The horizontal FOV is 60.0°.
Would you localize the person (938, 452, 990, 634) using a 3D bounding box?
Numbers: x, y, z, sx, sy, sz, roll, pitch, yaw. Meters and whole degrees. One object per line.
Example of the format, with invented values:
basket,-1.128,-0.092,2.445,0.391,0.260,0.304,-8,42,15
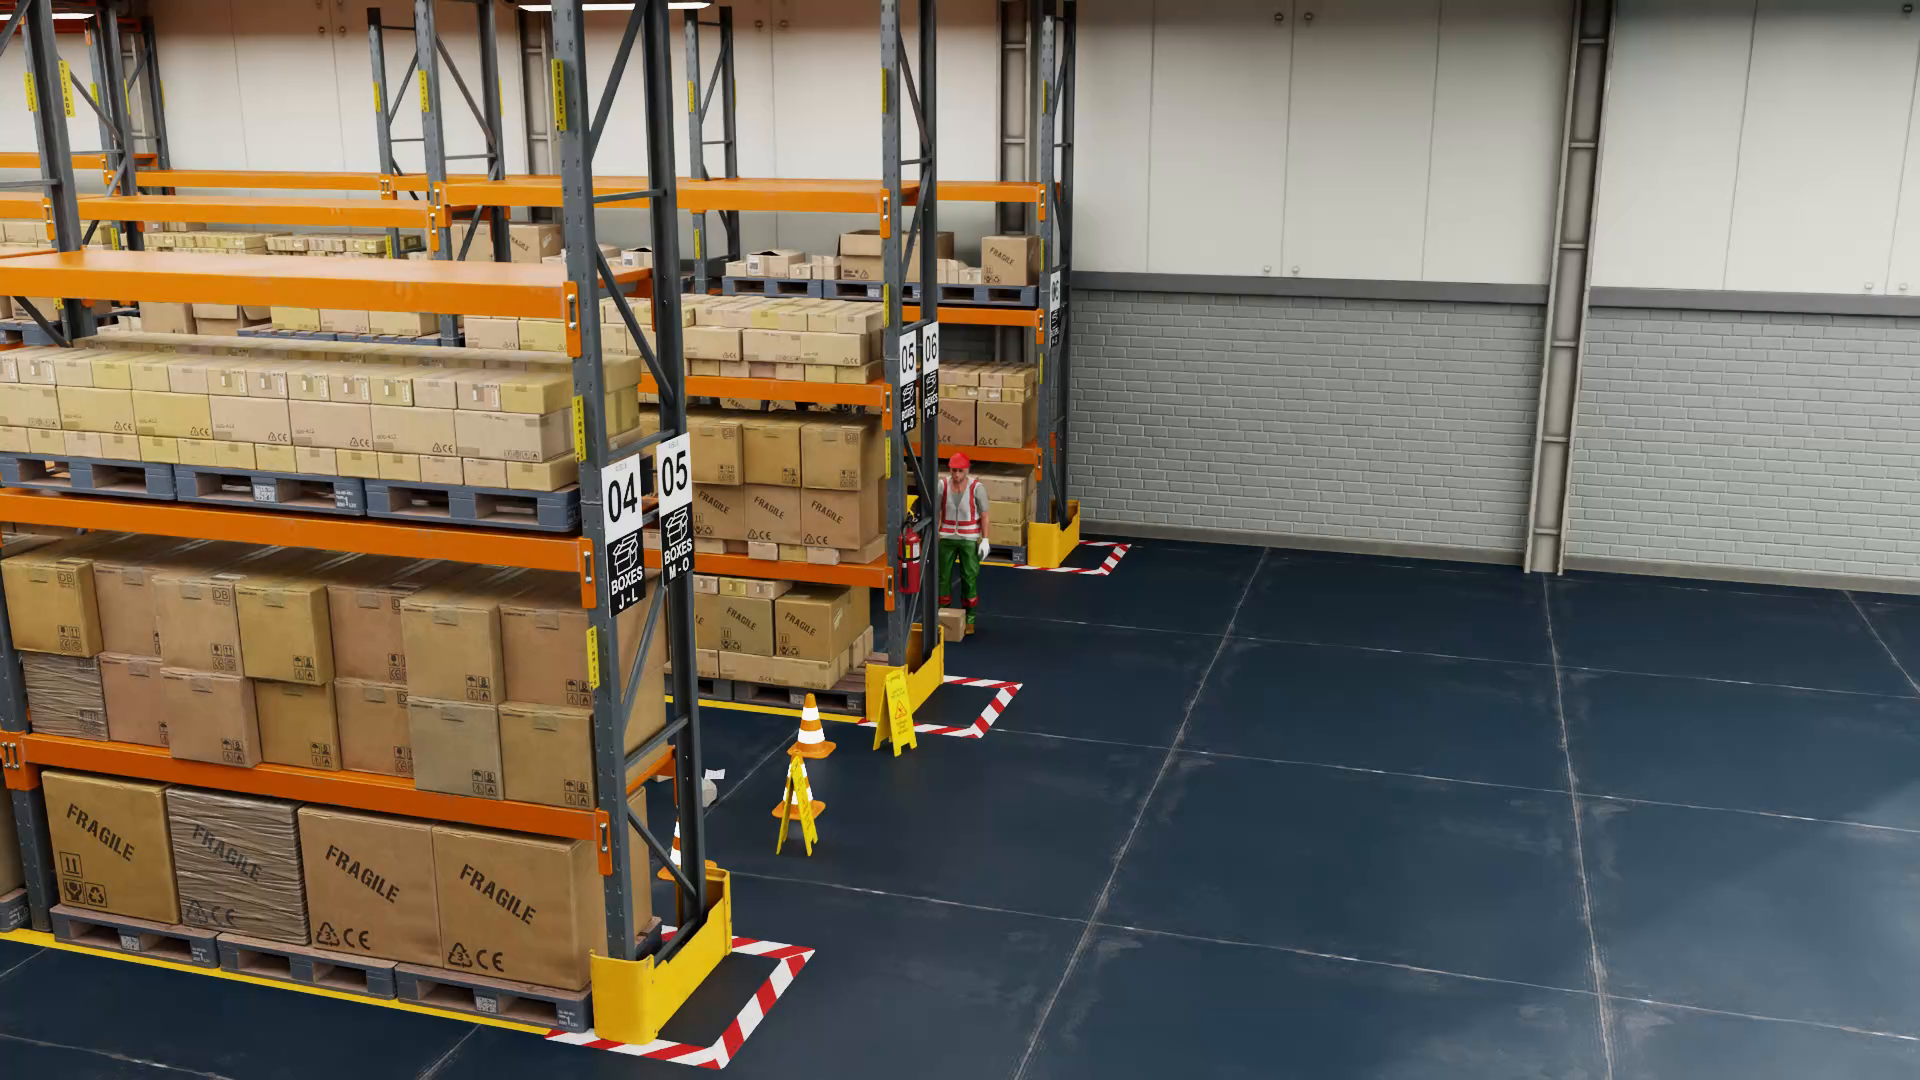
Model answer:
person,-0.015,0.019,15.914,0.620,1.780,0.448,3,15,13
